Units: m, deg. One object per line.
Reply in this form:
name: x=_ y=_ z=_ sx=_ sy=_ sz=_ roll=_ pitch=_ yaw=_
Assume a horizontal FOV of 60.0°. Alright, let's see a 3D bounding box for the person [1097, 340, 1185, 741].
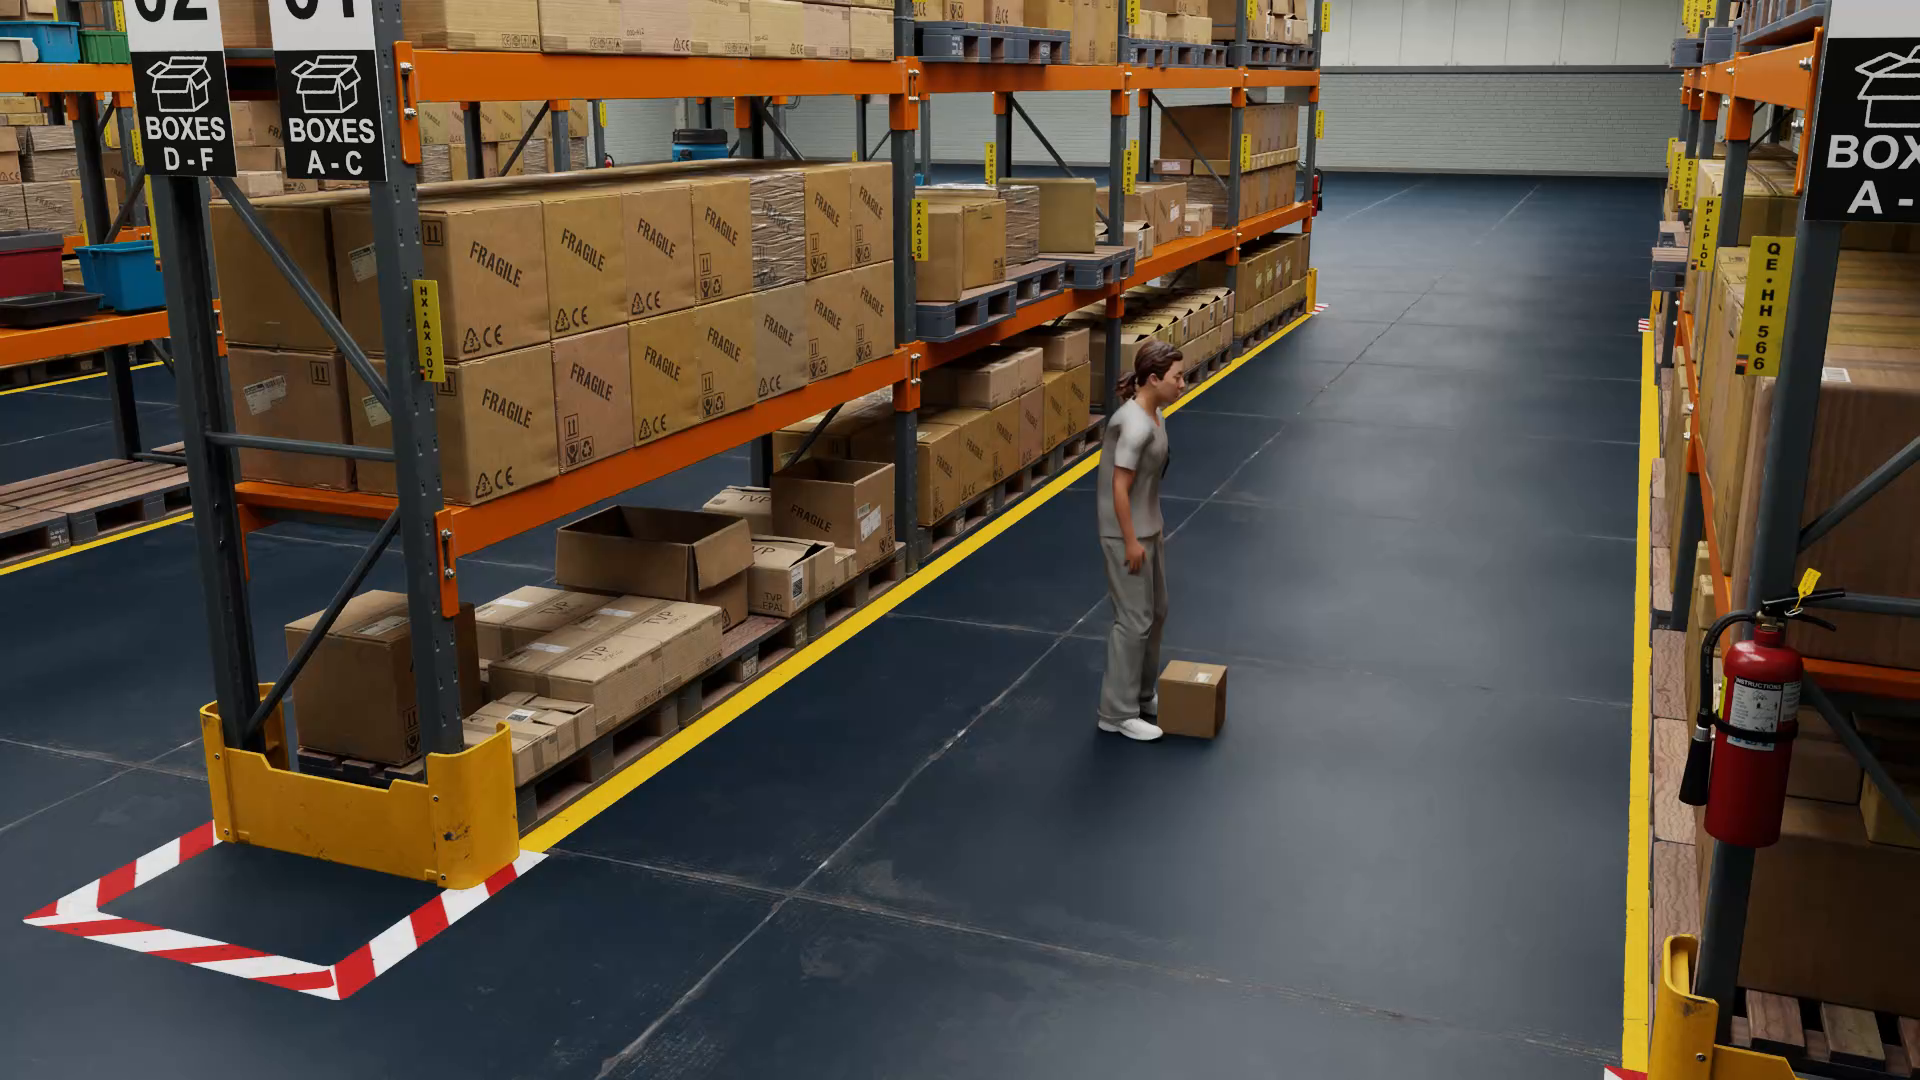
person: x=0.767 y=-0.016 z=7.088 sx=0.362 sy=1.671 sz=0.497 roll=5 pitch=16 yaw=18
